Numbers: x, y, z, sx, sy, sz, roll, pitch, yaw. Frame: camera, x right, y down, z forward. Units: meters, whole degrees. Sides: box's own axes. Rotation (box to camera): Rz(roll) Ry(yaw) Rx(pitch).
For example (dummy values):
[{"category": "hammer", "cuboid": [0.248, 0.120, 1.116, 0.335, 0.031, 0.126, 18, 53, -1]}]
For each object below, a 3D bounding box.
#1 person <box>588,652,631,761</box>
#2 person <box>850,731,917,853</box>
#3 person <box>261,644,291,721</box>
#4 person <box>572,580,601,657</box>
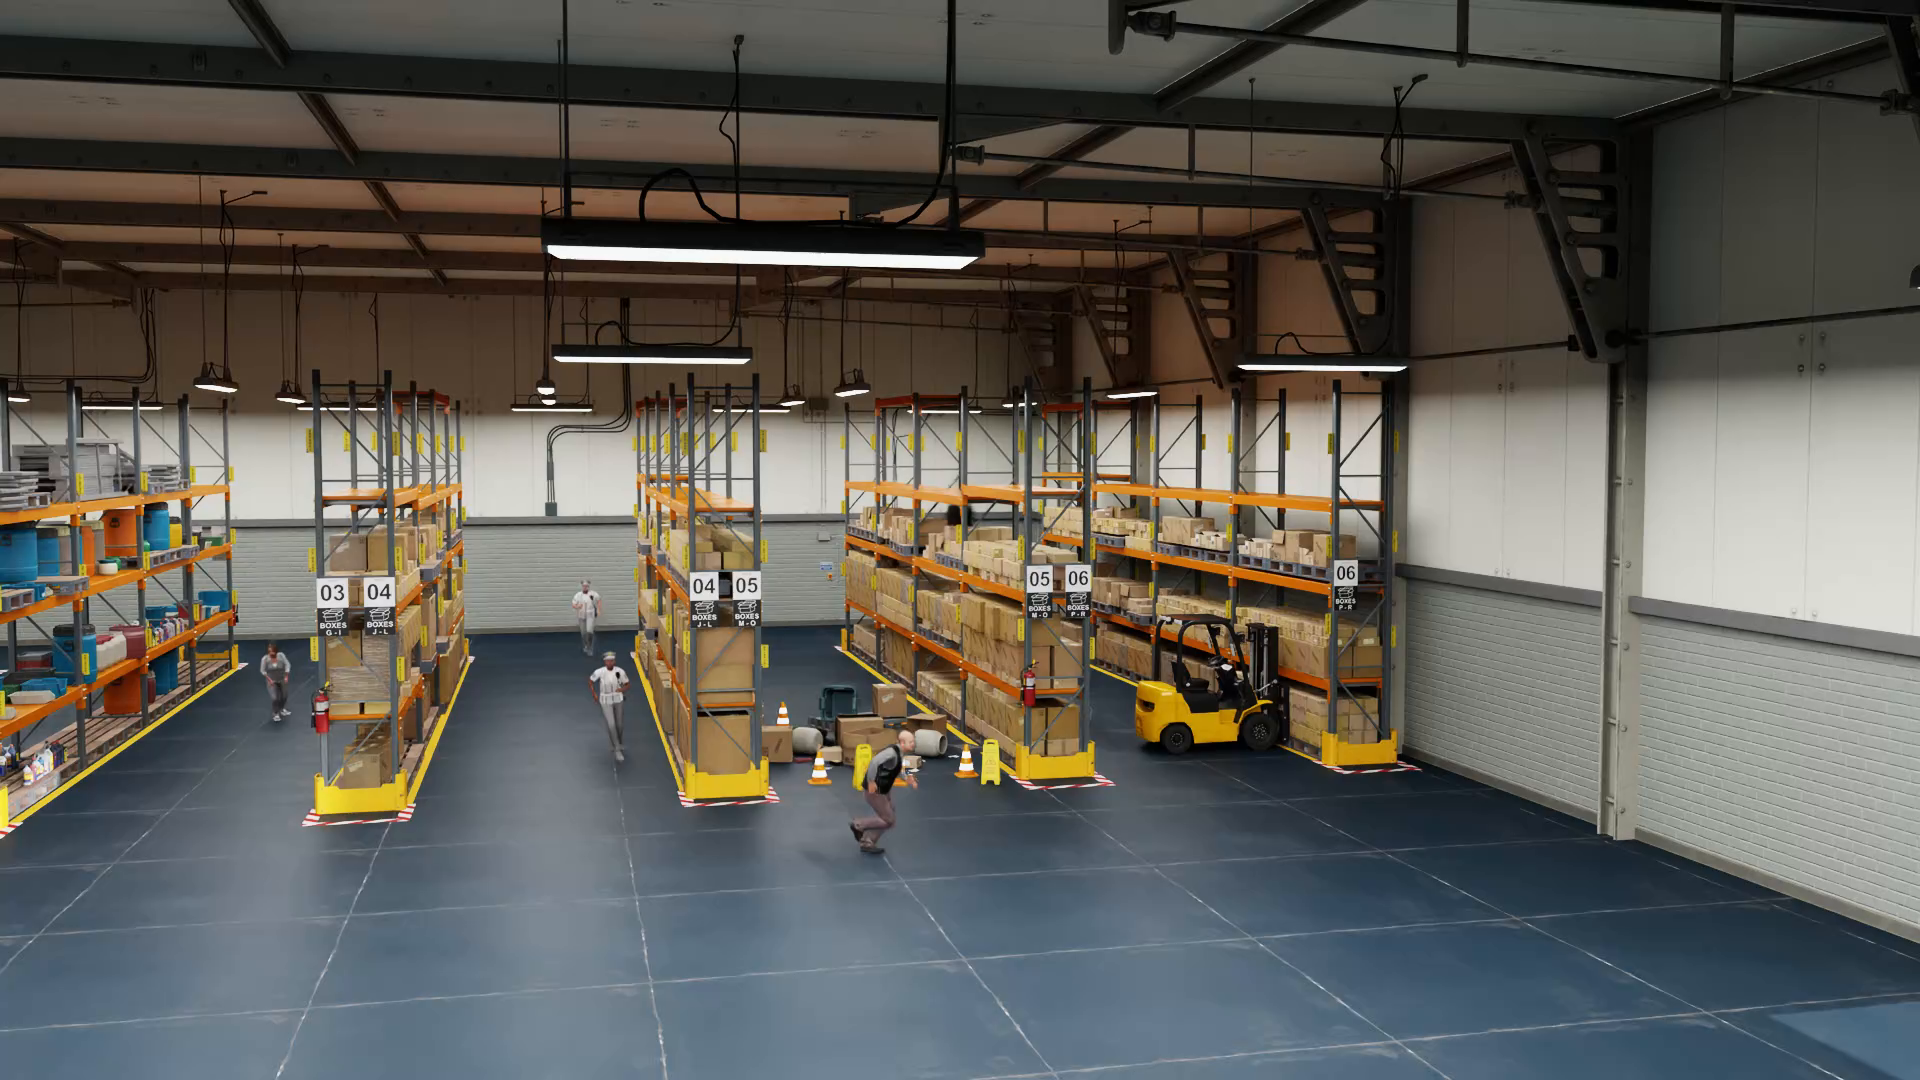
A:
[{"category": "person", "cuboid": [-5.583, 2.626, 26.559, 0.651, 1.726, 0.831, -1, 3, -19]}, {"category": "person", "cuboid": [-0.947, 3.076, 20.220, 0.826, 1.533, 0.679, 1, 3, 14]}, {"category": "person", "cuboid": [-12.331, 2.552, 29.966, 0.522, 1.442, 0.805, -2, 4, -30]}, {"category": "person", "cuboid": [-8.848, 1.857, 39.380, 0.620, 1.837, 0.855, 0, 3, 0]}]
